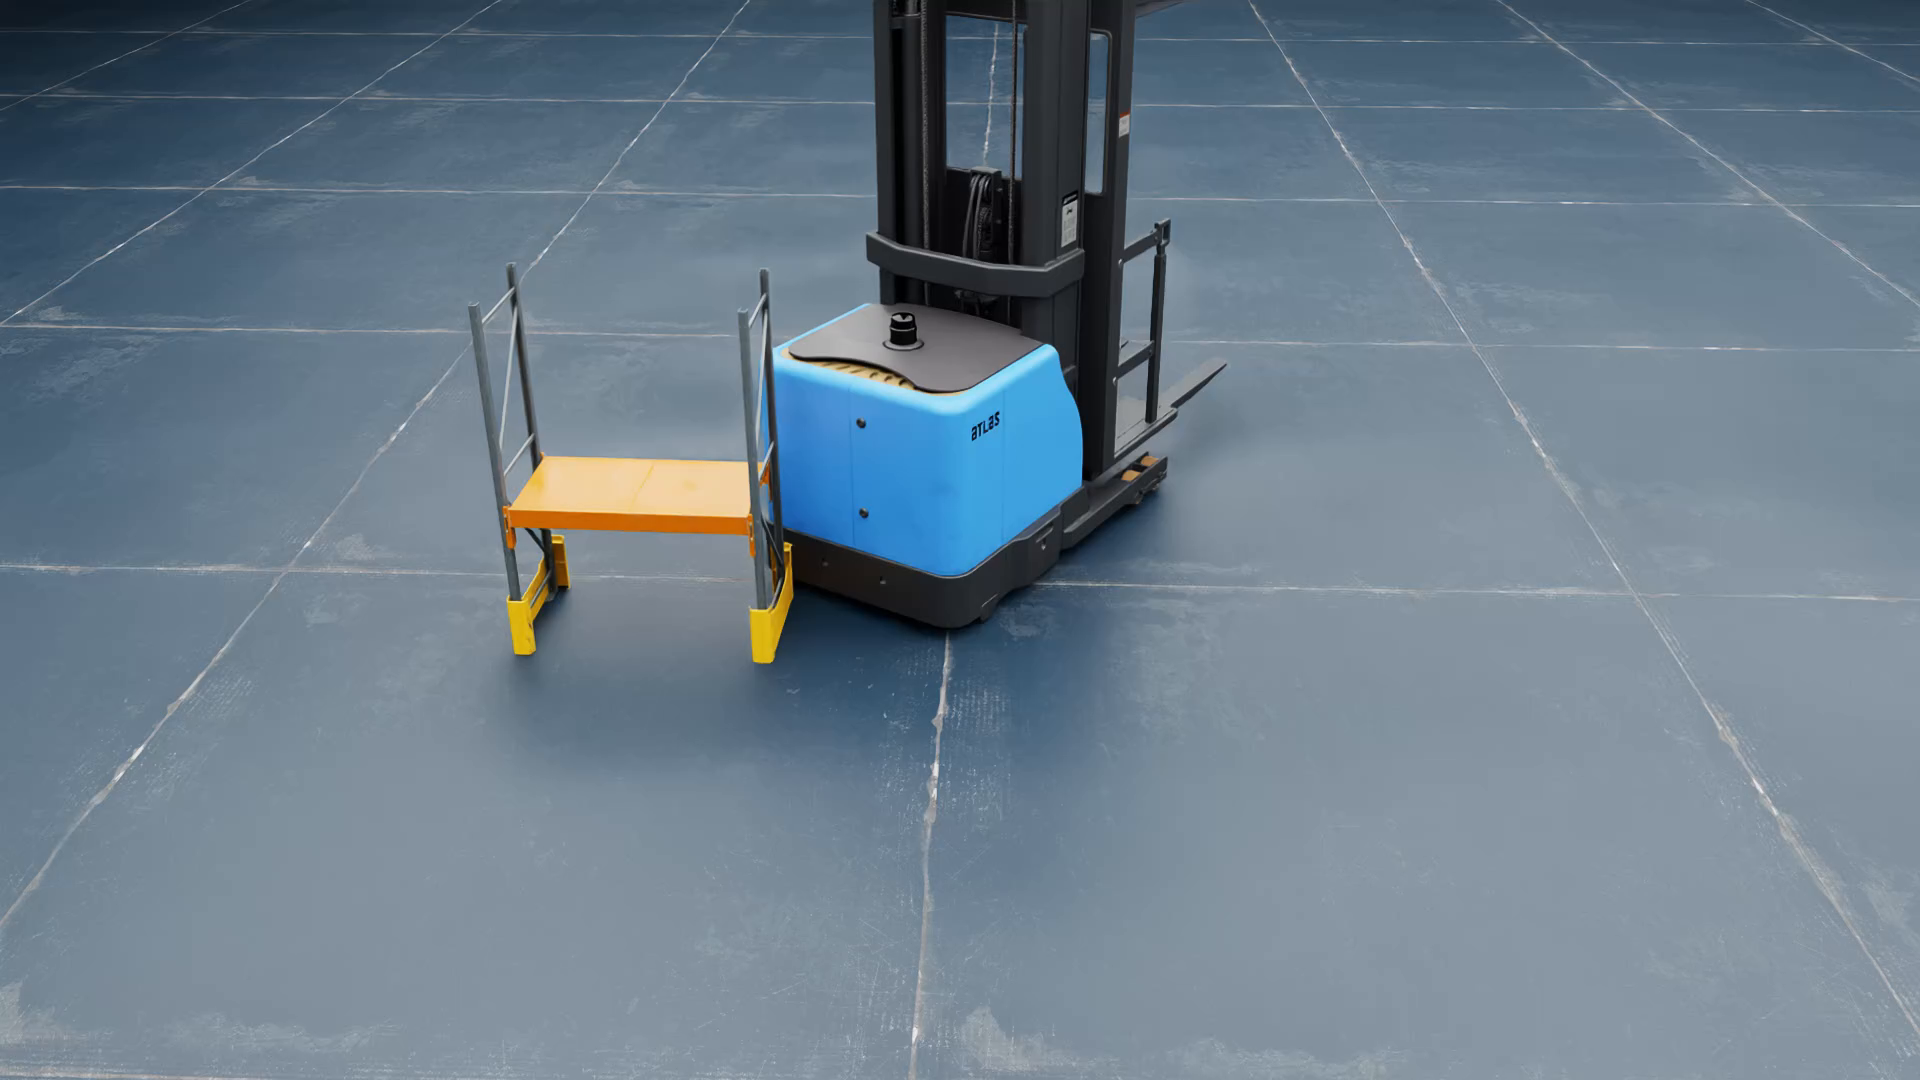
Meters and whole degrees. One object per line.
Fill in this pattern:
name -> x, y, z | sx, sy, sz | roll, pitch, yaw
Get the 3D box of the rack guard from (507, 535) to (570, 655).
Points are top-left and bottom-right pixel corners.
rack guard -> -1.783, 0.226, 7.057 | 0.087, 0.250, 0.587 | 2, 28, 3

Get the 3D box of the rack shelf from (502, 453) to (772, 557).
rack shelf -> -1.295, -0.152, 6.819 | 1.000, 0.185, 0.538 | 2, 28, 3

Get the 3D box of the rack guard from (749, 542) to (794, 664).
rack guard -> -0.790, 0.258, 6.996 | 0.087, 0.250, 0.587 | 2, 28, 3

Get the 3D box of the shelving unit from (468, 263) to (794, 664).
shelving unit -> -1.286, -0.310, 6.734 | 1.083, 1.500, 0.587 | 2, 28, 3

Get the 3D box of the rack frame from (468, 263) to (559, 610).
rack frame -> -1.803, -0.327, 6.765 | 0.032, 1.500, 0.500 | 2, 28, 3

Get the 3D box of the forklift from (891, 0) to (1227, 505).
forklift -> 0.372, -1.573, 7.588 | 1.121, 2.935, 3.031 | 17, 32, 29

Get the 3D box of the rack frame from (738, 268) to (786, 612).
rack frame -> -0.788, -0.294, 6.703 | 0.032, 1.500, 0.500 | 2, 28, 3
